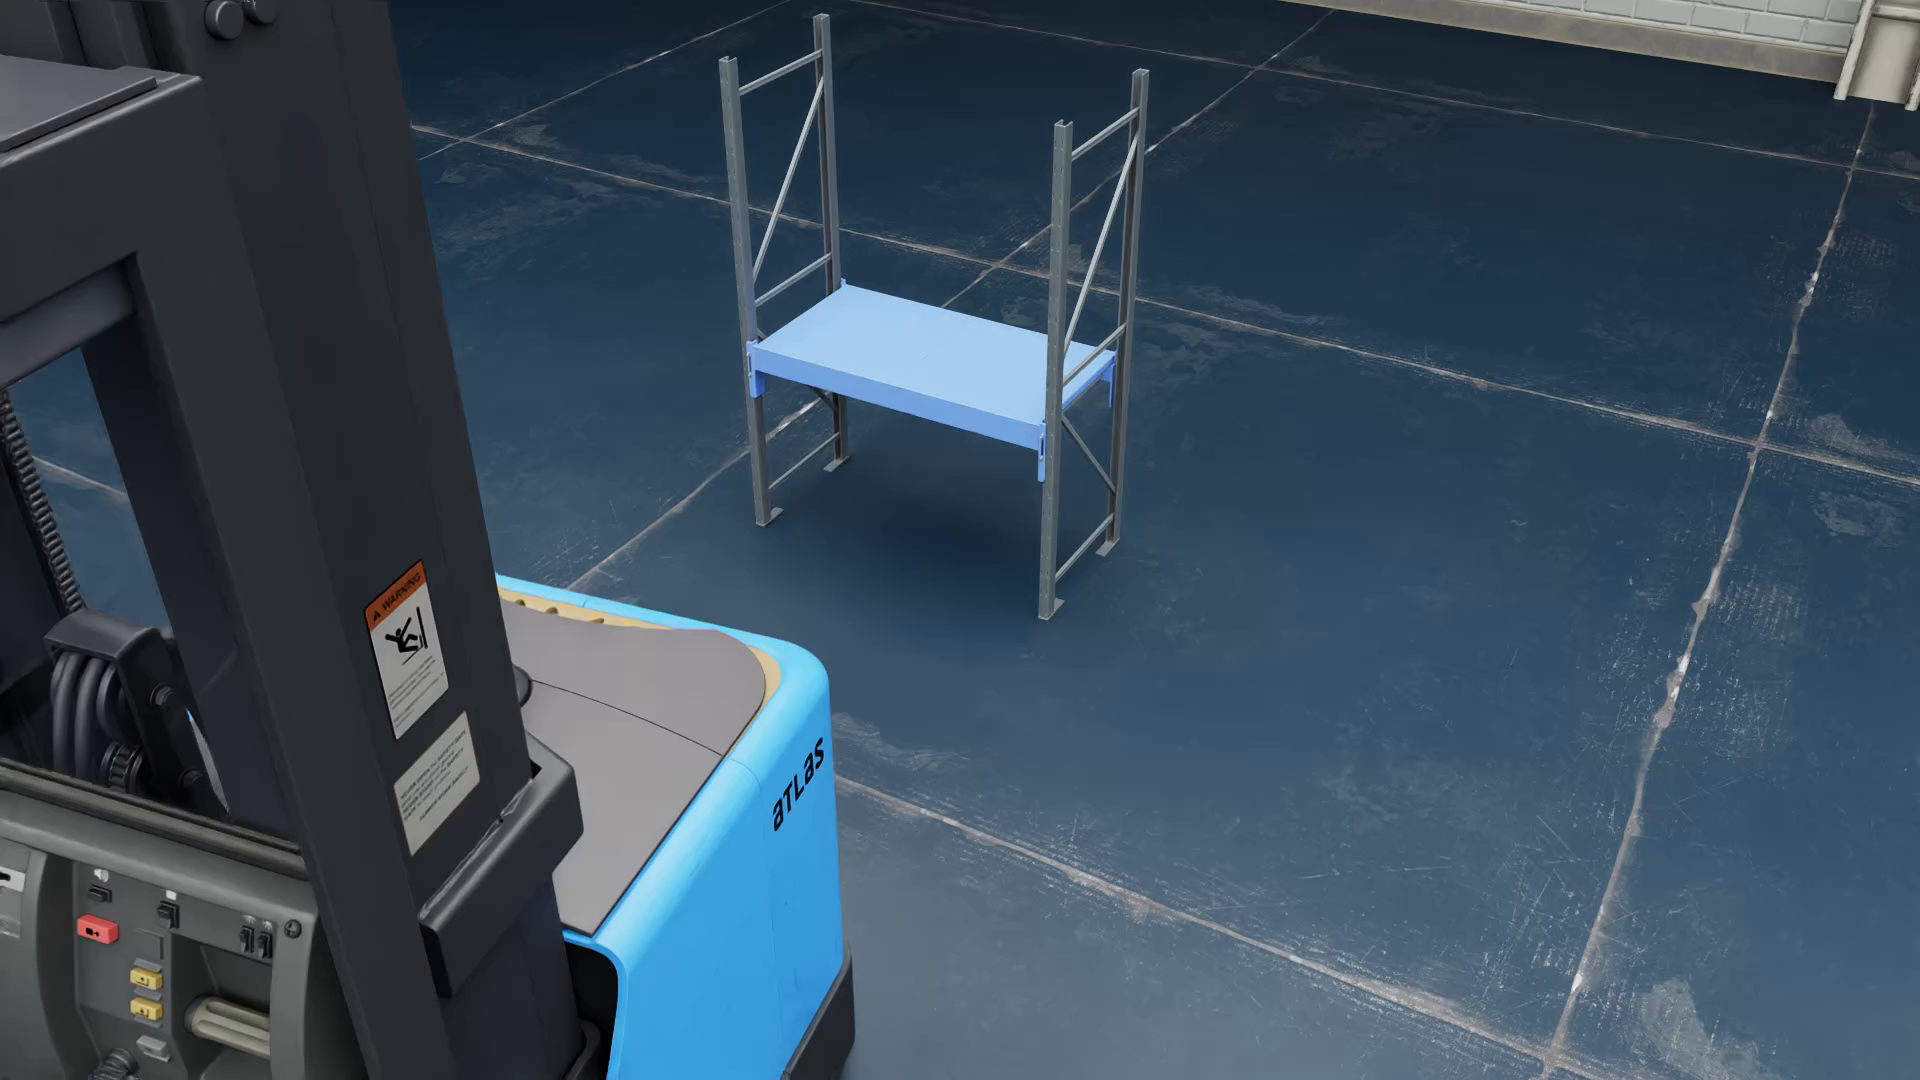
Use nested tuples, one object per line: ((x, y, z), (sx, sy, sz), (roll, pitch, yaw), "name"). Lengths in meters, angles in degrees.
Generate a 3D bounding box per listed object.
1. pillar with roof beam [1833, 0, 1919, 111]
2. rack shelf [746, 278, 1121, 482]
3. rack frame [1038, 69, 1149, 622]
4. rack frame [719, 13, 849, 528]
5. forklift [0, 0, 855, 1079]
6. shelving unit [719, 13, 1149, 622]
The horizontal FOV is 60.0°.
((2.697, -4.013, 3.157), (0.400, 9.000, 9.100), (18, 37, 24), "pillar with roof beam")
((-0.074, -0.498, 4.969), (1.000, 0.185, 0.538), (18, 37, 24), "rack shelf")
((0.367, -0.508, 4.660), (0.032, 1.500, 0.500), (18, 37, 24), "rack frame")
((-0.515, -0.788, 5.079), (0.032, 1.500, 0.500), (18, 37, 24), "rack frame")
((-1.209, 0.545, 1.788), (1.130, 2.935, 3.031), (12, 35, 17), "forklift")
((-0.074, -0.648, 4.870), (1.048, 1.500, 0.538), (18, 37, 24), "shelving unit")
